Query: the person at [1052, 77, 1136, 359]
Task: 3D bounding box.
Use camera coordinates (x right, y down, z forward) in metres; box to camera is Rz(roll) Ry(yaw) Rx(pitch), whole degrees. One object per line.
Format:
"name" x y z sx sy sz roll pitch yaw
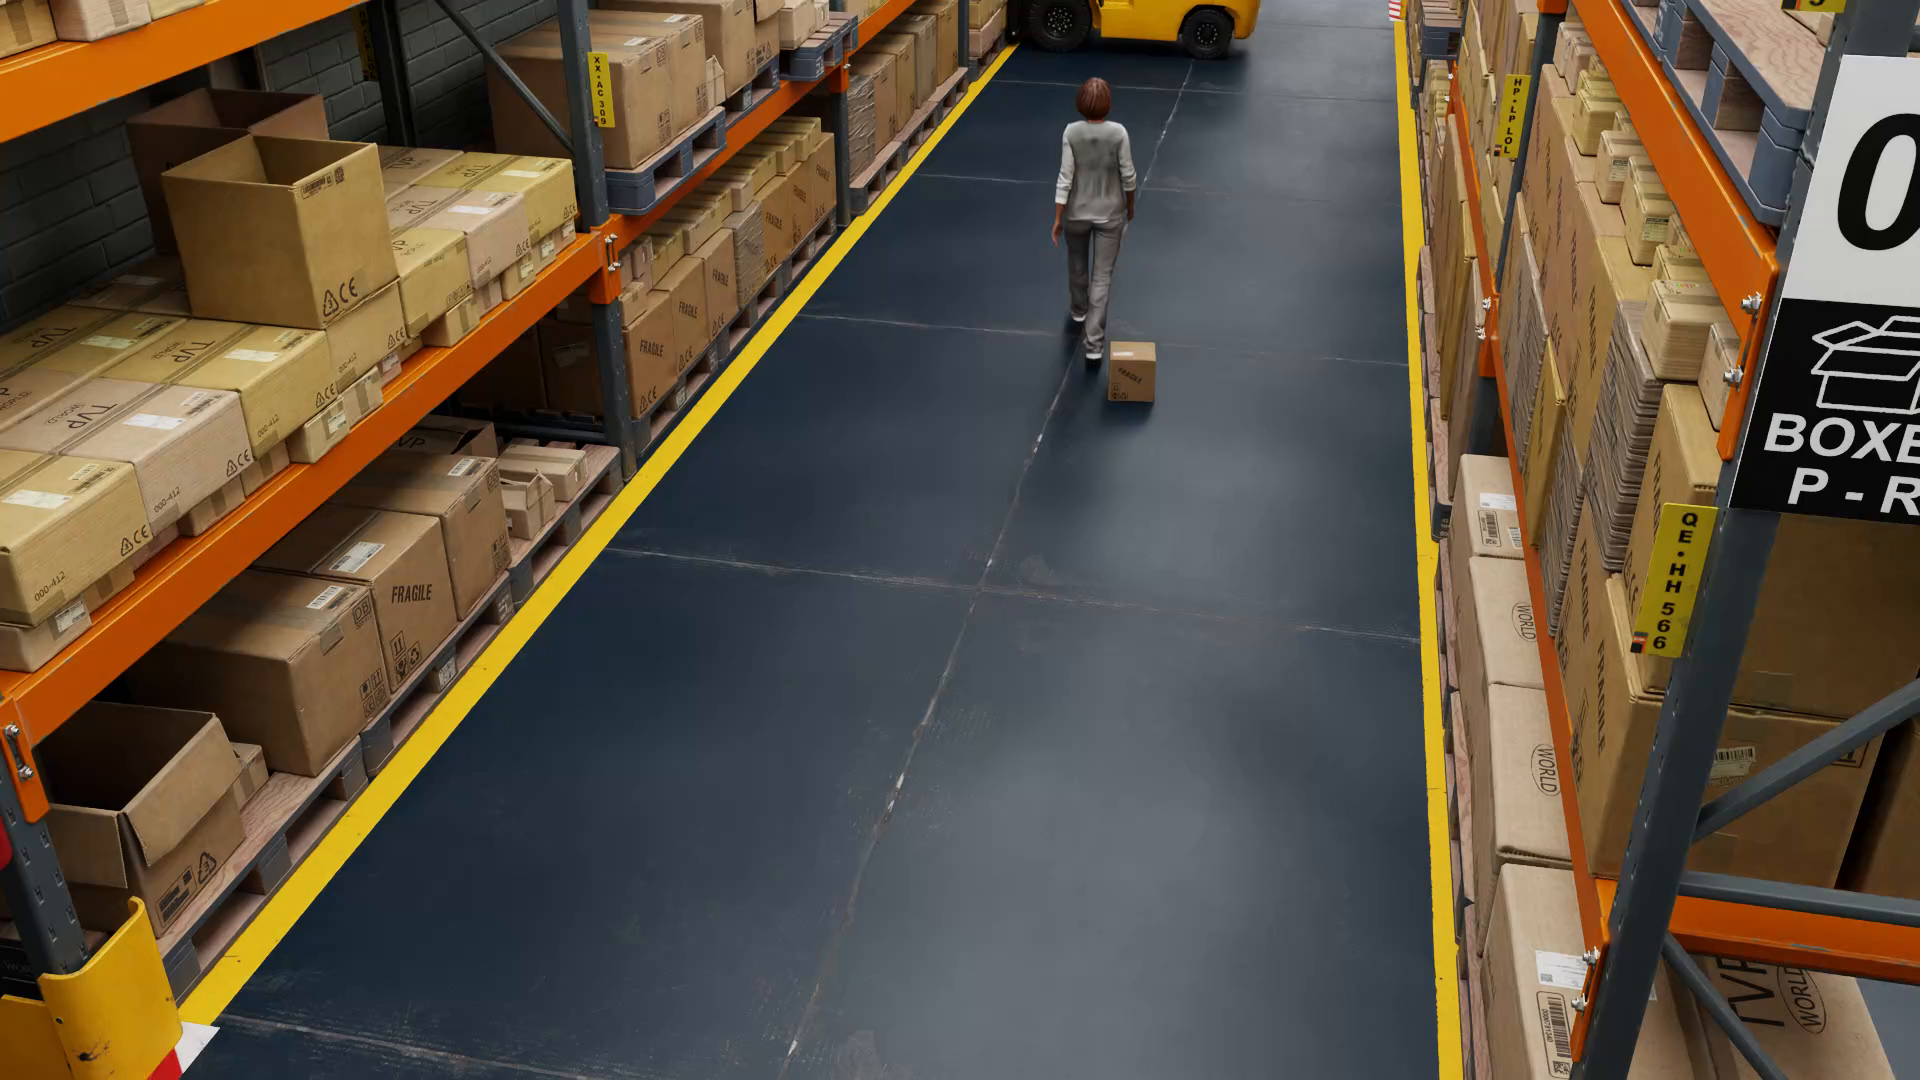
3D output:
"person" 0.775 -1.883 9.487 0.444 1.541 0.900 5 30 9
